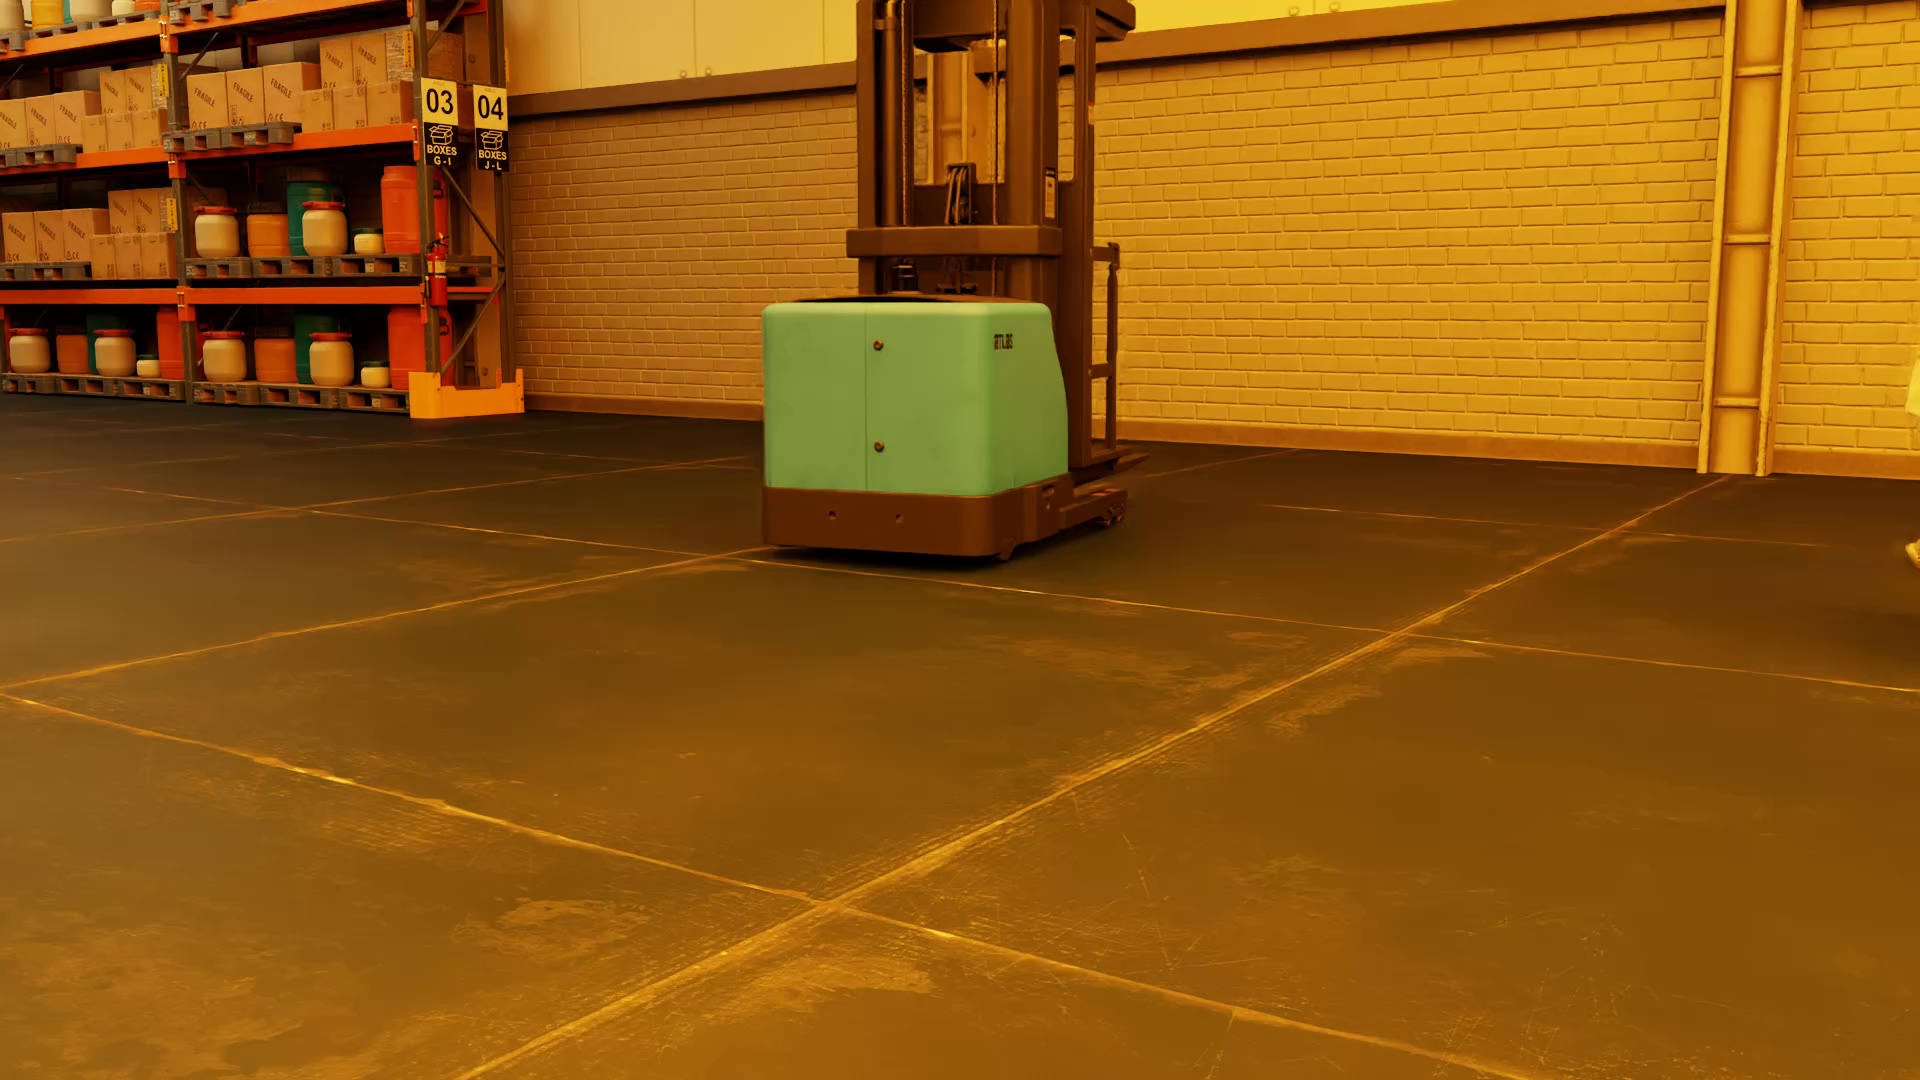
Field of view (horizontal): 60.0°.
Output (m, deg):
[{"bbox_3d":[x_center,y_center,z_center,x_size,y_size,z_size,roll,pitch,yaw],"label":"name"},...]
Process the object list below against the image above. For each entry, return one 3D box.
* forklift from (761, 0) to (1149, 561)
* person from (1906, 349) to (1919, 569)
[{"bbox_3d":[0.186,-1.535,7.986,1.130,2.935,3.031,3,9,22],"label":"forklift"},{"bbox_3d":[3.128,-0.420,4.971,0.523,1.630,1.044,5,10,33],"label":"person"}]
